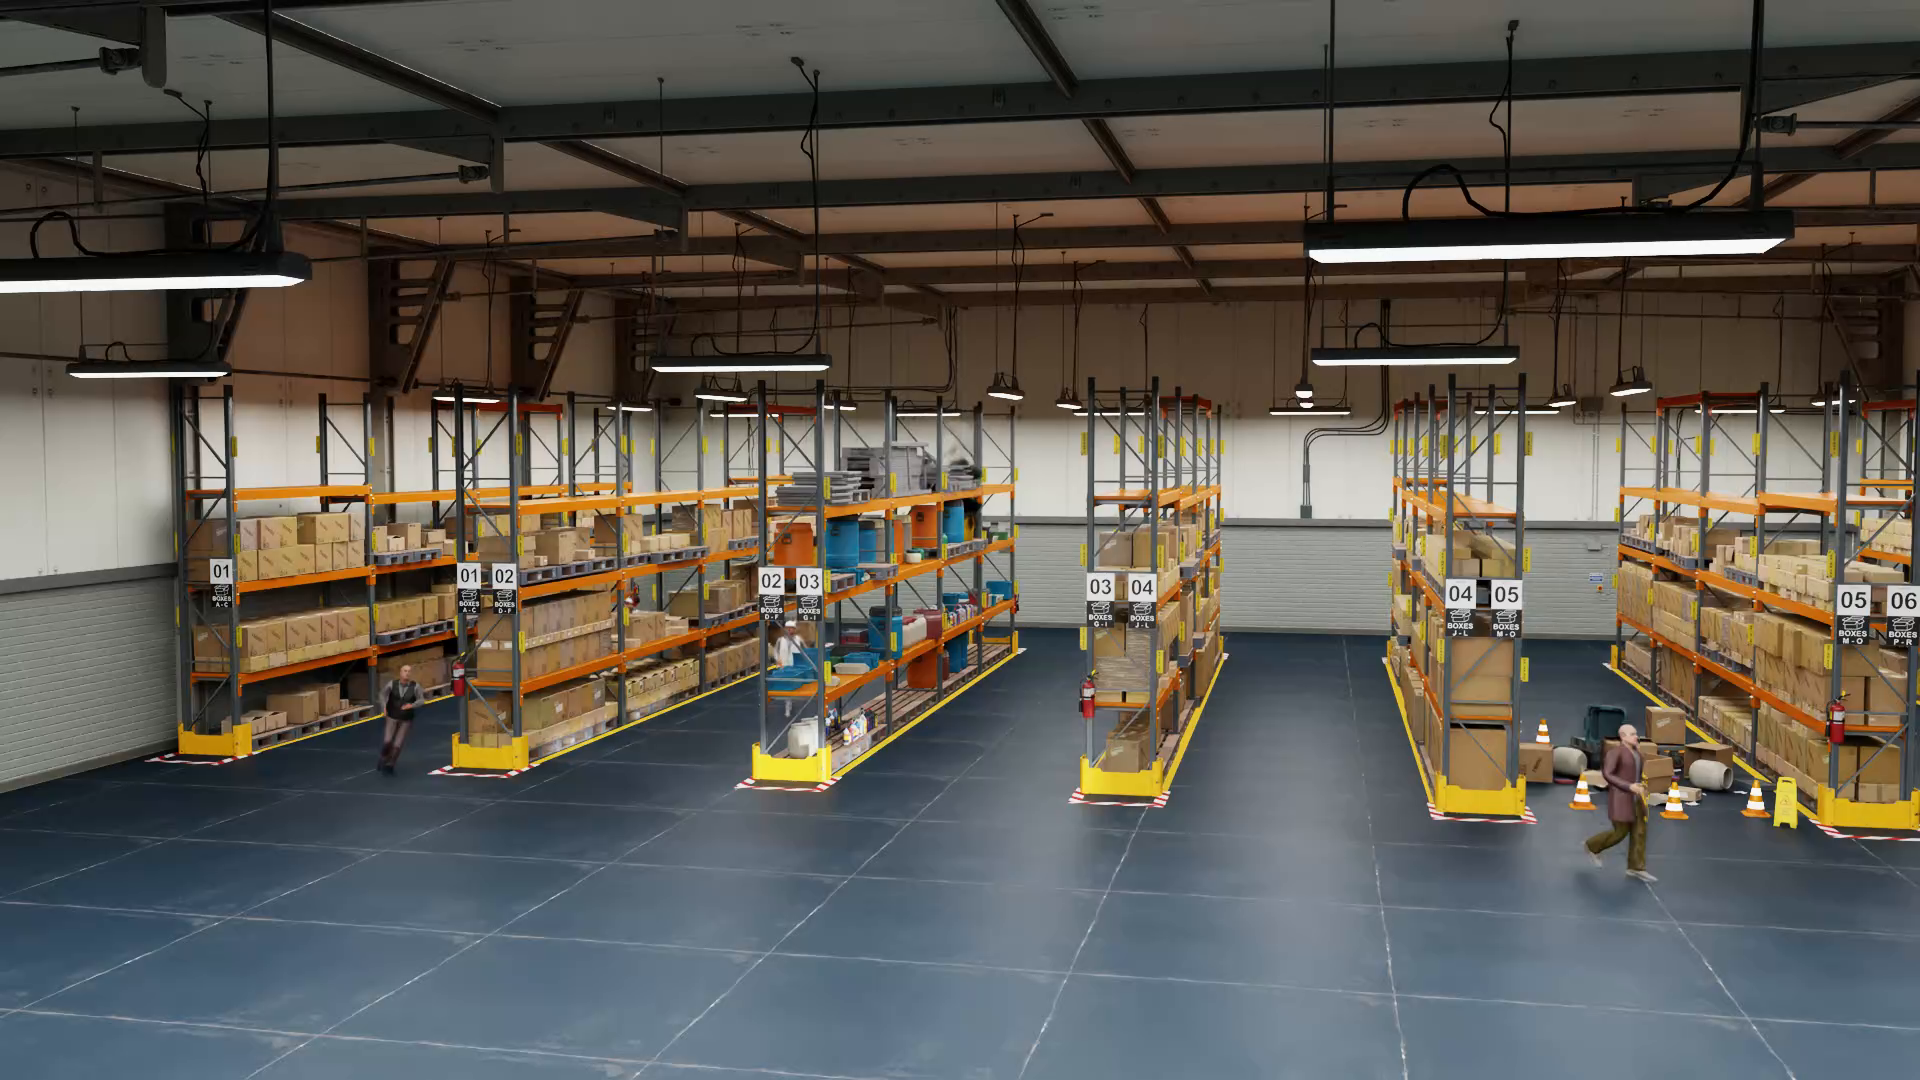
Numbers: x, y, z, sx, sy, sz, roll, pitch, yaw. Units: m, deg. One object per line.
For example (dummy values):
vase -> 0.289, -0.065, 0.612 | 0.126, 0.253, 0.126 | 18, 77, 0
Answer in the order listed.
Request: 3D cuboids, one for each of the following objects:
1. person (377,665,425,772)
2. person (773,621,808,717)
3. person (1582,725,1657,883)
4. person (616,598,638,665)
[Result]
person -> -8.593, 2.743, 25.542 | 0.717, 1.646, 0.594 | -1, 3, -18
person -> -3.203, 2.401, 31.361 | 0.643, 1.759, 0.999 | 0, 3, 8
person -> 7.724, 3.033, 19.396 | 0.736, 1.789, 0.898 | -2, 4, -36
person -> -7.038, 2.118, 35.378 | 0.658, 1.782, 0.977 | 0, 3, 8
